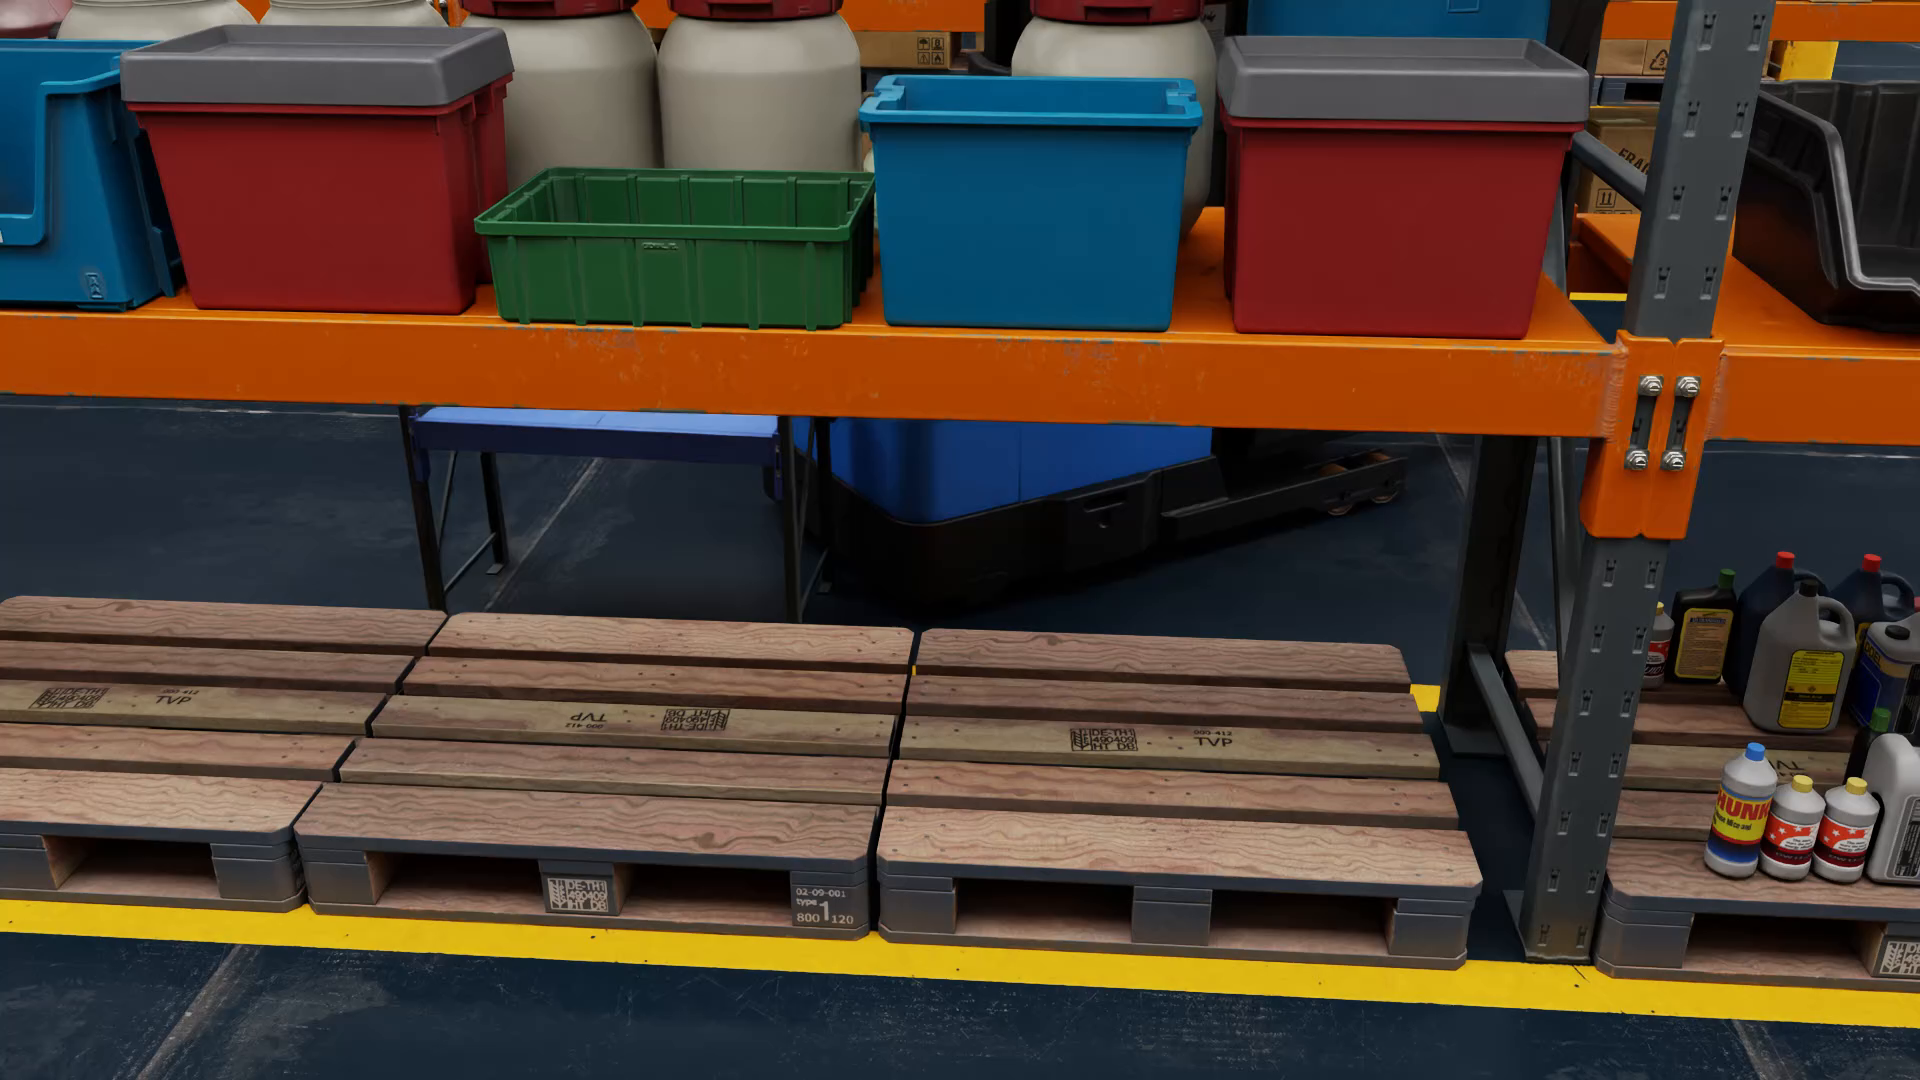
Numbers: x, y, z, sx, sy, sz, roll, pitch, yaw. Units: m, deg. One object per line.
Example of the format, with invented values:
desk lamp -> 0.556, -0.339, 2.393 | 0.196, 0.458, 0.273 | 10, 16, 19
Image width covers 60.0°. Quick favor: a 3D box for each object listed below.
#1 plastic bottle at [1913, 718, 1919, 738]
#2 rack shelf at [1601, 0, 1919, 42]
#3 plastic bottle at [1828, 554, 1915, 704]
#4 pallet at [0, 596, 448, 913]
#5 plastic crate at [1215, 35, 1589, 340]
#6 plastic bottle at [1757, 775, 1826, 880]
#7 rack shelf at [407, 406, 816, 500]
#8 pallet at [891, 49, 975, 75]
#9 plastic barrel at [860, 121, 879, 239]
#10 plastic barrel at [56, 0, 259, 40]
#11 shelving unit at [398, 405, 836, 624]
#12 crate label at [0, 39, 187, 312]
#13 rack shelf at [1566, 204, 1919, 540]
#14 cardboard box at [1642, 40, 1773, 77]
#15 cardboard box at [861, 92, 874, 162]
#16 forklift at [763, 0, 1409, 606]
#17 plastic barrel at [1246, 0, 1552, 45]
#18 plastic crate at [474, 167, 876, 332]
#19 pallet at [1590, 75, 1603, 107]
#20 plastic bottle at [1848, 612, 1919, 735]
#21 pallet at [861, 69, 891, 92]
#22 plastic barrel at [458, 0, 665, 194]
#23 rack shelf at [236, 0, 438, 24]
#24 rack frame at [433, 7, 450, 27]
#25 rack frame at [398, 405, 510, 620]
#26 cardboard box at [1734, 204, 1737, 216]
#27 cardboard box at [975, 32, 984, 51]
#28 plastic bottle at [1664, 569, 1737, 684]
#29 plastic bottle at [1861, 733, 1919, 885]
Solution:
plastic bottle -> 2.037, 0.432, 3.366 | 0.185, 0.351, 0.144 | 2, 25, 4
rack shelf -> 3.626, -2.384, 7.703 | 4.000, 0.370, 1.077 | 2, 25, 4
plastic bottle -> 2.108, 0.200, 3.870 | 0.185, 0.351, 0.144 | 1, 25, 1
pallet -> -1.966, 0.469, 3.978 | 1.213, 0.211, 1.003 | 2, 25, 4
plastic crate -> 0.746, -0.628, 2.949 | 0.583, 0.464, 0.402 | 2, 25, 4
plastic bottle -> 1.638, 0.557, 3.272 | 0.097, 0.201, 0.097 | 0, 25, 0
rack shelf -> -0.925, -0.322, 4.581 | 1.000, 0.185, 0.538 | 3, 25, 7
pallet -> 0.117, -3.603, 12.828 | 1.213, 0.211, 1.003 | 2, 25, 4
plastic barrel -> -0.055, -0.754, 3.466 | 0.301, 0.262, 0.301 | 0, 25, 0
plastic barrel -> -1.694, -0.945, 3.582 | 0.421, 0.512, 0.421 | 0, 25, 0
shelving unit -> -0.925, -0.485, 4.504 | 1.048, 1.500, 0.538 | 3, 25, 7
crate label -> -1.766, -0.710, 3.162 | 0.616, 0.435, 0.502 | 2, 25, 4
rack shelf -> 3.247, -0.320, 3.217 | 4.000, 0.370, 1.077 | 2, 25, 4
cardboard box -> 5.419, -3.931, 12.243 | 0.875, 0.875, 0.875 | 2, 25, 4
cardboard box -> -0.567, -1.926, 8.312 | 0.500, 0.500, 0.700 | 4, 25, 8
forklift -> 0.888, -1.585, 5.188 | 3.031, 2.935, 1.130 | -14, 28, -28
plastic barrel -> 0.891, -1.077, 3.402 | 0.708, 0.901, 0.600 | 2, 25, 4
plastic crate -> -0.505, -0.552, 3.115 | 0.662, 0.188, 0.450 | 2, 25, 4
pallet -> 4.084, -3.477, 12.554 | 1.213, 0.211, 1.003 | 2, 25, 4
plastic bottle -> 2.122, 0.296, 3.750 | 0.135, 0.276, 0.152 | 2, 25, 4
pallet -> -1.096, -3.643, 12.915 | 1.213, 0.211, 1.003 | 2, 25, 4
plastic barrel -> -0.847, -0.932, 3.523 | 0.433, 0.535, 0.433 | 0, 25, 0
rack shelf -> -4.351, -2.640, 8.260 | 4.000, 0.370, 1.077 | 2, 25, 4
rack frame -> -2.356, -2.903, 7.970 | 0.127, 3.000, 1.000 | 2, 25, 4
rack frame -> -1.430, -0.512, 4.562 | 0.032, 1.500, 0.500 | 3, 25, 7
cardboard box -> 3.777, -1.762, 7.978 | 0.500, 0.500, 0.500 | 4, 25, 9
cardboard box -> 0.525, -4.022, 12.592 | 0.750, 0.750, 1.050 | 2, 25, 4
plastic bottle -> 1.758, 0.202, 3.947 | 0.133, 0.283, 0.061 | 3, 25, 7
plastic bottle -> 1.861, 0.519, 3.266 | 0.135, 0.276, 0.152 | 3, 25, 6
